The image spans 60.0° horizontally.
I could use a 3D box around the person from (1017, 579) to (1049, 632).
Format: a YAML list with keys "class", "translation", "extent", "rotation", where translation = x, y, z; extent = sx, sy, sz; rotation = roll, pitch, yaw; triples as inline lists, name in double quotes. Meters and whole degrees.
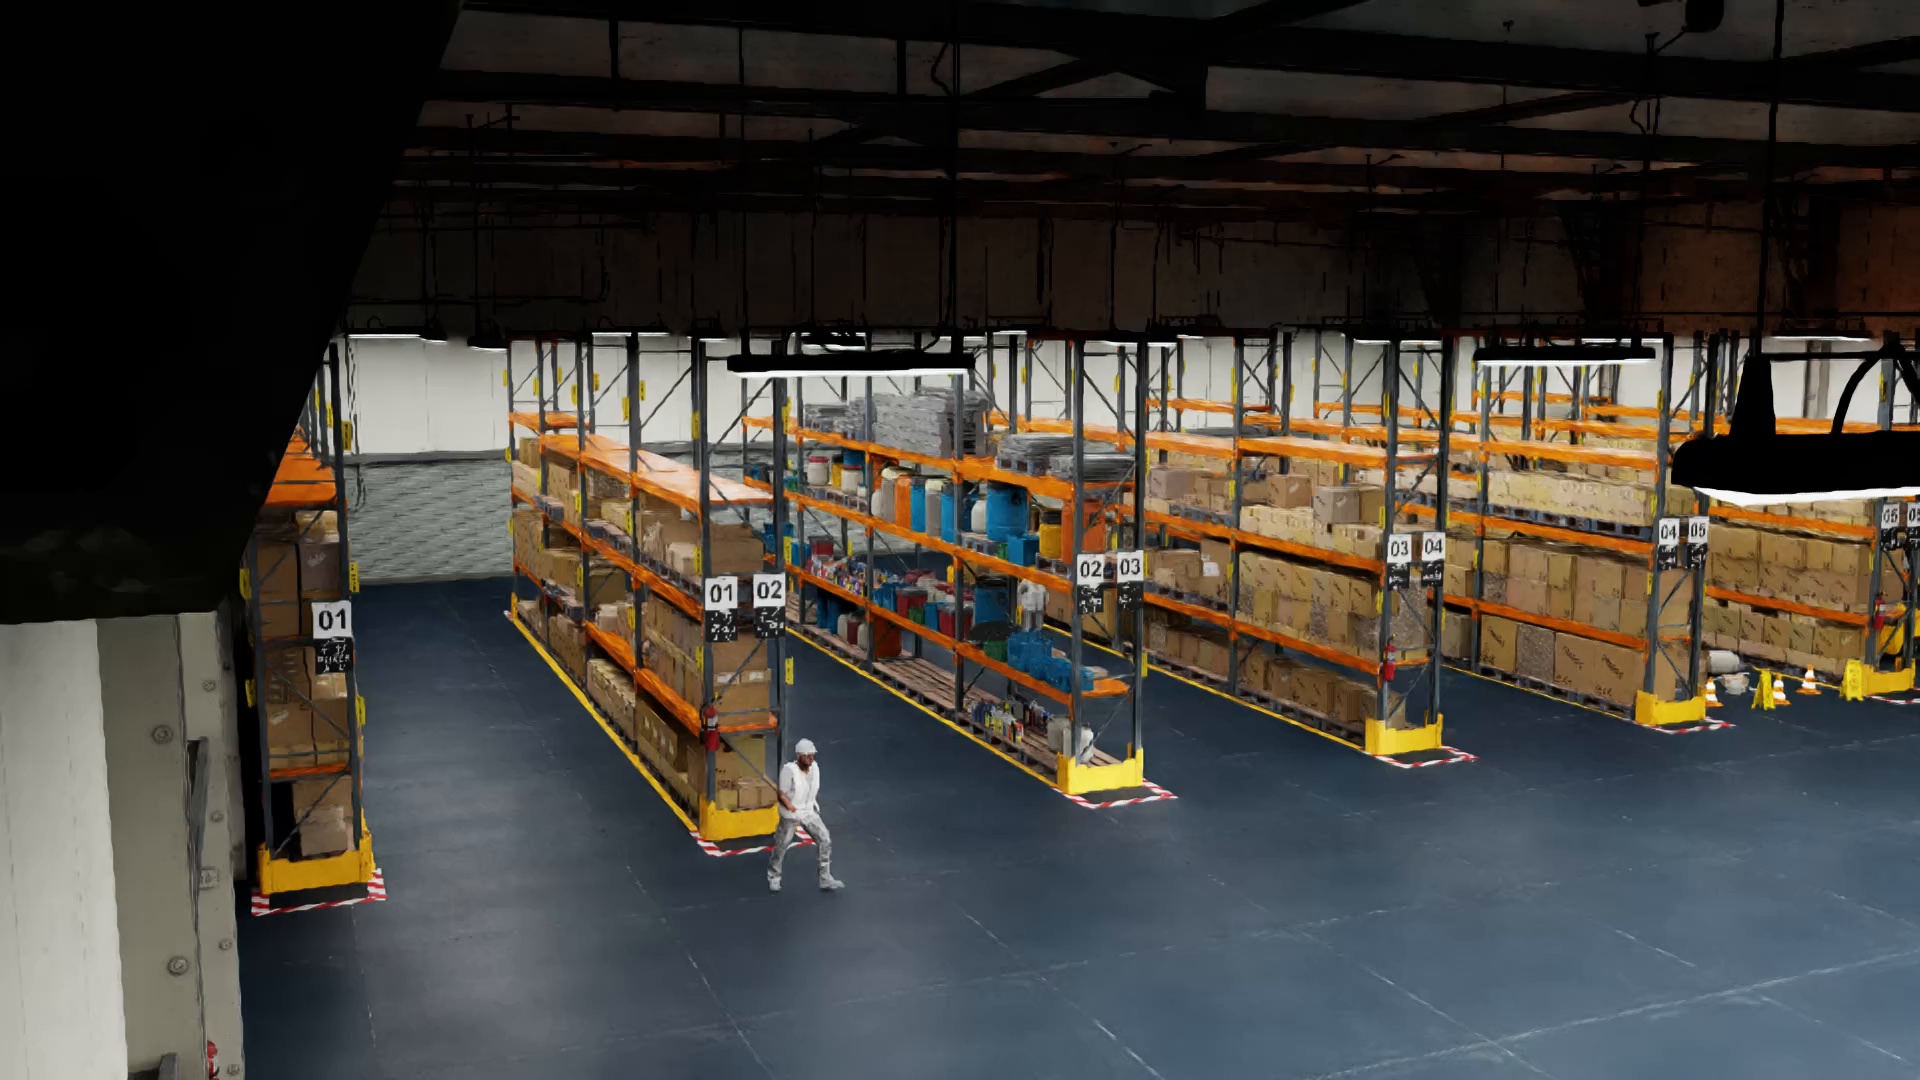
- class: "person"
  translation: [1.354, 1.261, 31.099]
  extent: [0.677, 1.725, 0.569]
  rotation: [-4, 9, -24]

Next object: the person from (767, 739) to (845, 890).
- class: "person"
  translation: [-1.757, 3.003, 18.234]
  extent: [0.689, 1.724, 0.773]
  rotation: [-7, 11, -43]
